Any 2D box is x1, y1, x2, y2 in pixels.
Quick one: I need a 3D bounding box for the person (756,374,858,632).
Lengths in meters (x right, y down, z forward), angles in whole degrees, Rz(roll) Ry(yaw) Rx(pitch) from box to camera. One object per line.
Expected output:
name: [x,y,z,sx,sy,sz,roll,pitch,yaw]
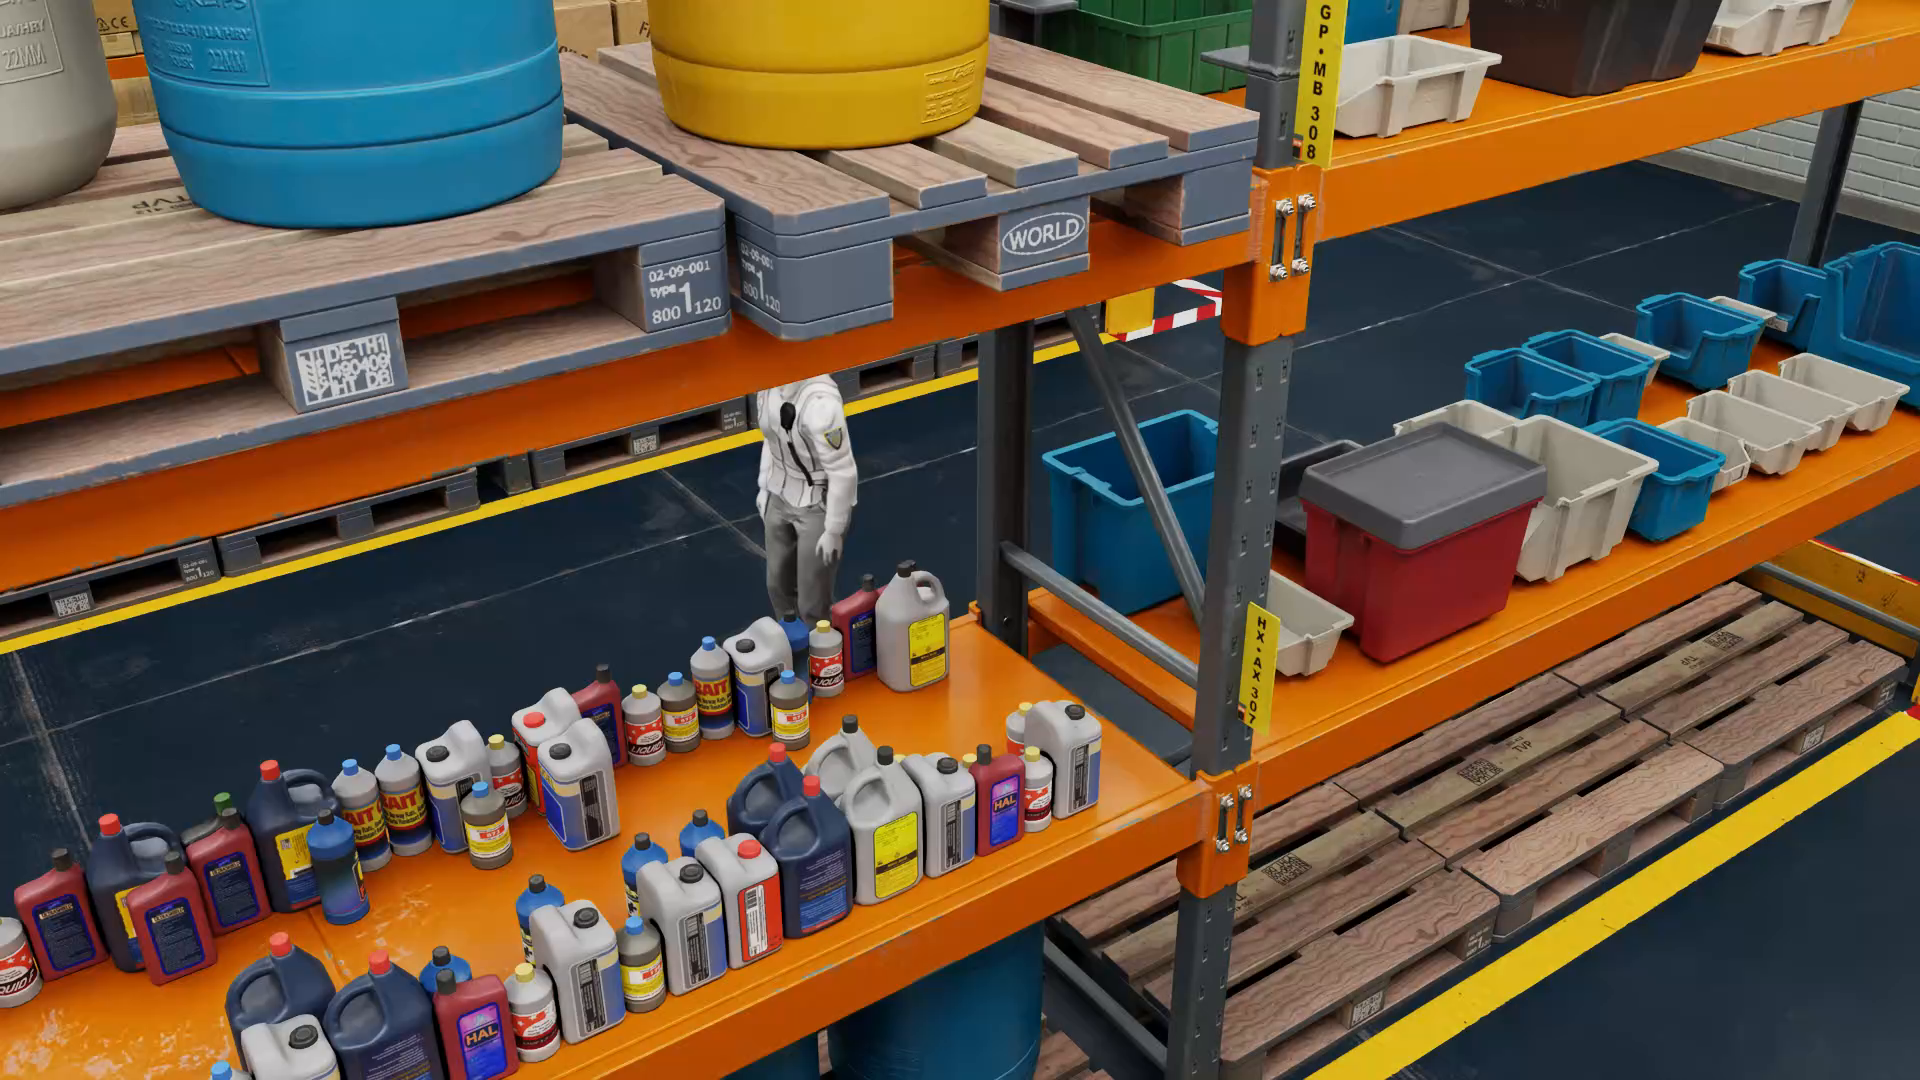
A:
person: [-0.598,-0.110,6.323,0.375,1.662,0.527,-20,35,-33]
